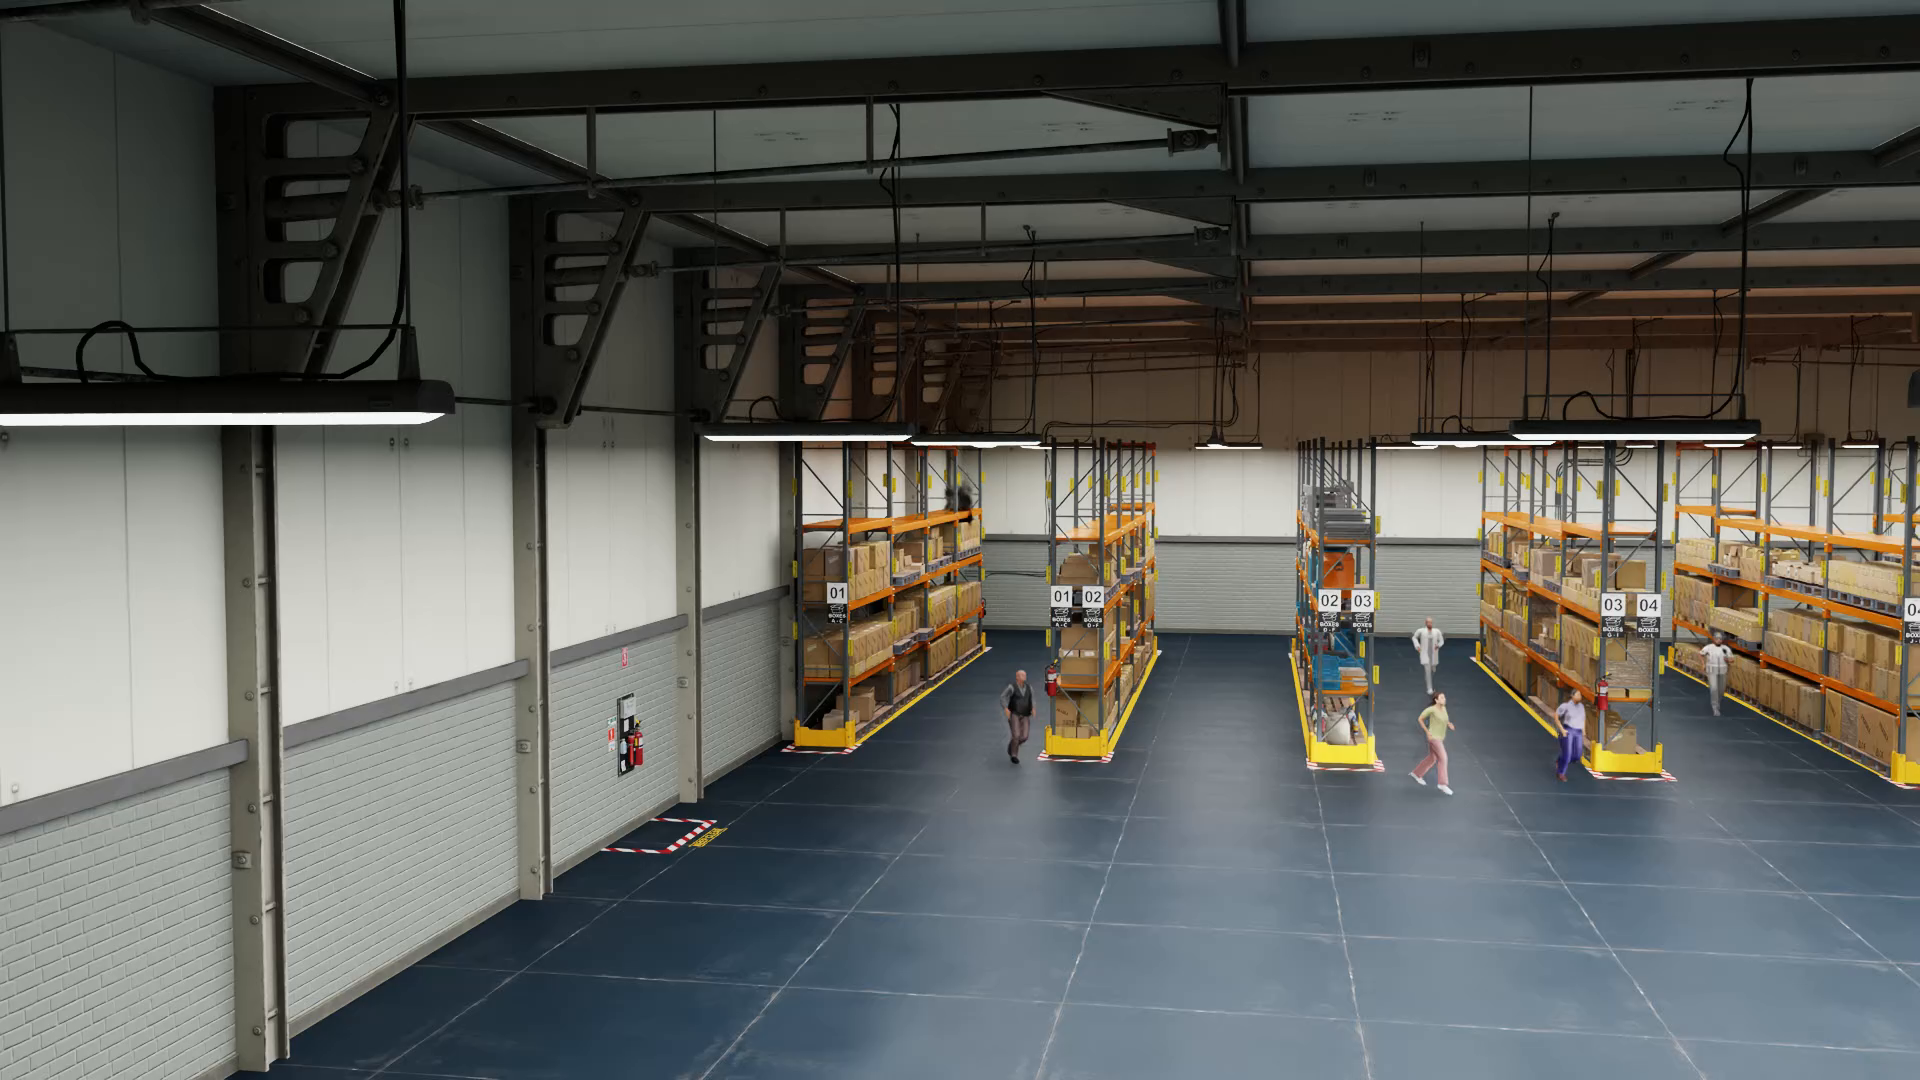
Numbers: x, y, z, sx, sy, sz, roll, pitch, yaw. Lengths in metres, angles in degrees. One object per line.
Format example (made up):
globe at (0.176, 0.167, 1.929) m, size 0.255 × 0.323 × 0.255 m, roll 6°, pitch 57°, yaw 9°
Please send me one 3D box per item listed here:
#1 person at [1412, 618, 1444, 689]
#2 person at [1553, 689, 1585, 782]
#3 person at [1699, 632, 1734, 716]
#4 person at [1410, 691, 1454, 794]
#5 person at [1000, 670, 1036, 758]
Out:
person at (11.151, 2.694, 39.599) m, size 0.716 × 1.692 × 0.748 m, roll 0°, pitch 3°, yaw 4°
person at (10.705, 3.405, 29.153) m, size 0.648 × 1.579 × 0.522 m, roll -1°, pitch 3°, yaw -17°
person at (16.537, 2.894, 36.307) m, size 0.661 × 1.769 × 0.949 m, roll 1°, pitch 3°, yaw 10°
person at (8.023, 3.389, 28.157) m, size 0.840 × 1.702 × 0.572 m, roll 3°, pitch 4°, yaw 44°
person at (1.105, 3.229, 30.822) m, size 0.704 × 1.610 × 0.503 m, roll -1°, pitch 3°, yaw -18°
